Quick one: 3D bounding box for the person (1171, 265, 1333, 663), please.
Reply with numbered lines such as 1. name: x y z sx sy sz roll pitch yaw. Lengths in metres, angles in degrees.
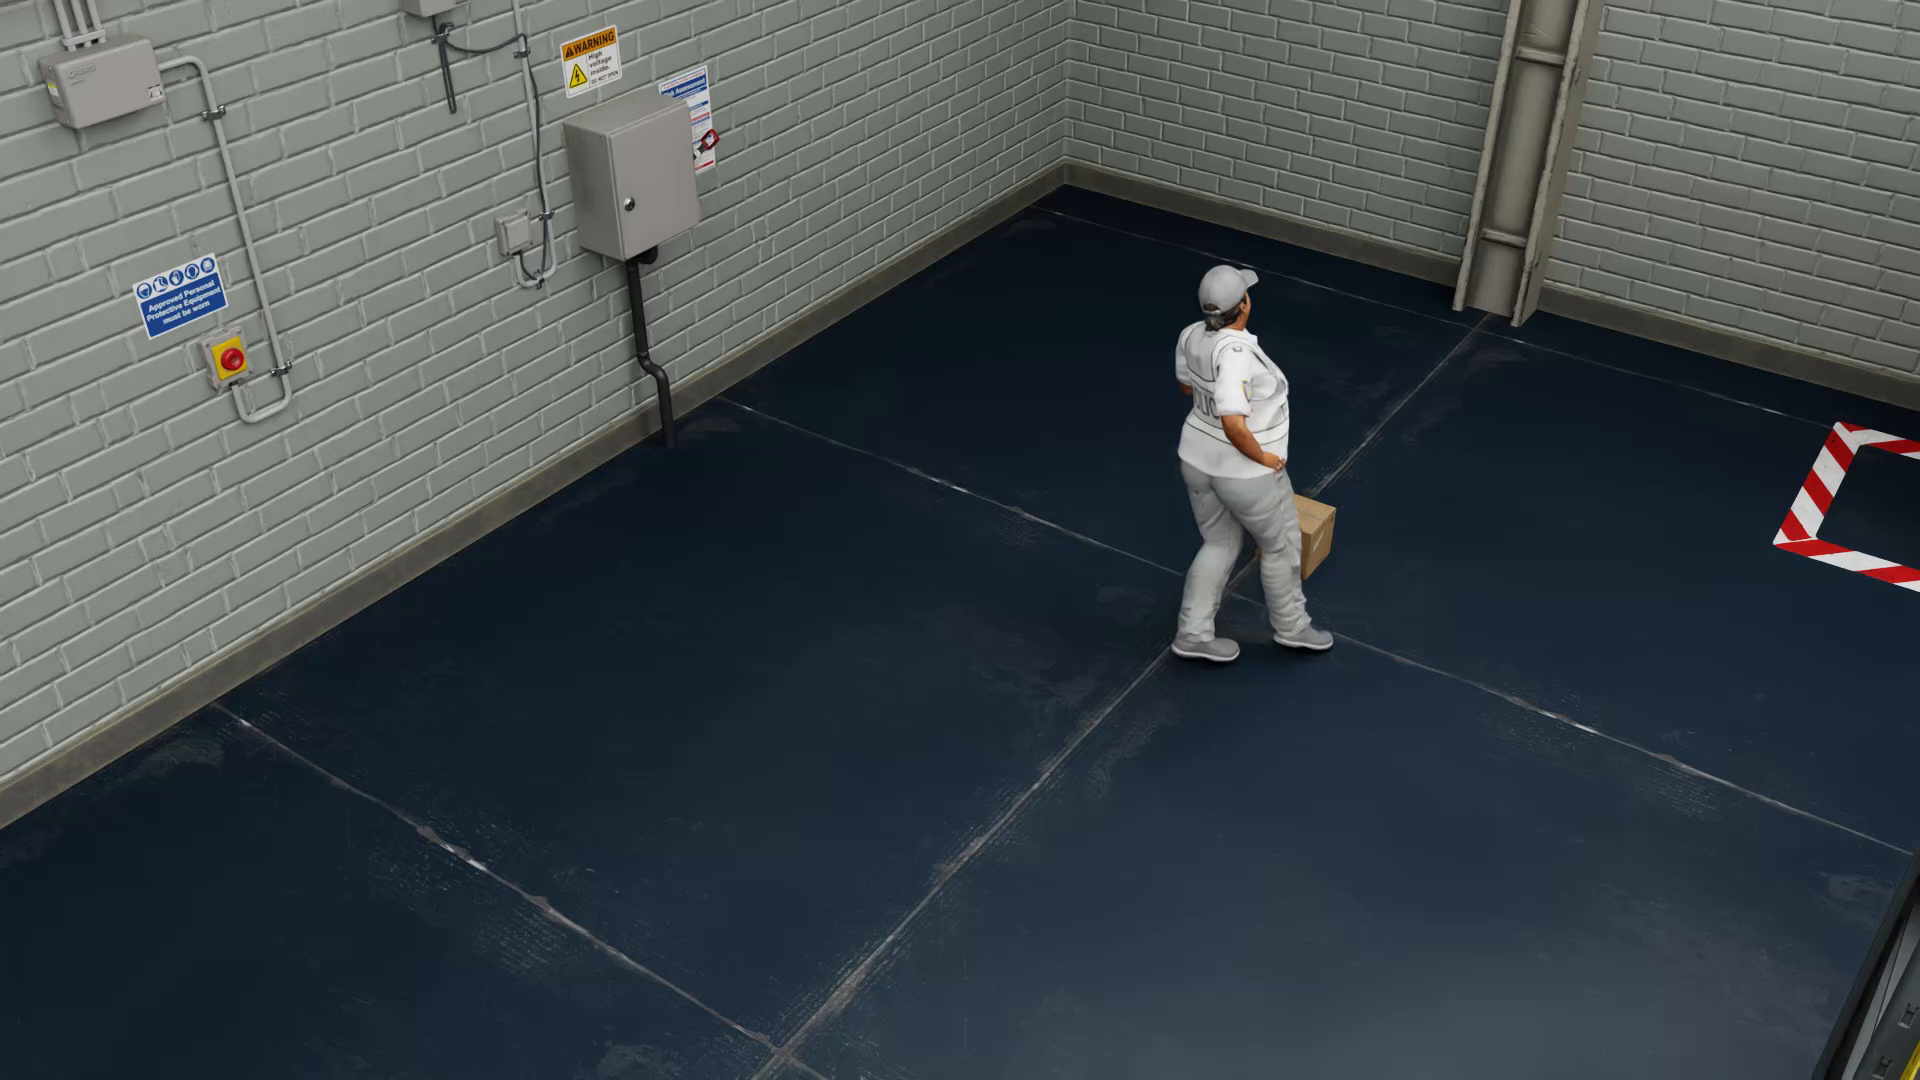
1. person: 1.115 -0.294 6.573 0.694 1.664 0.687 -19 39 -26
